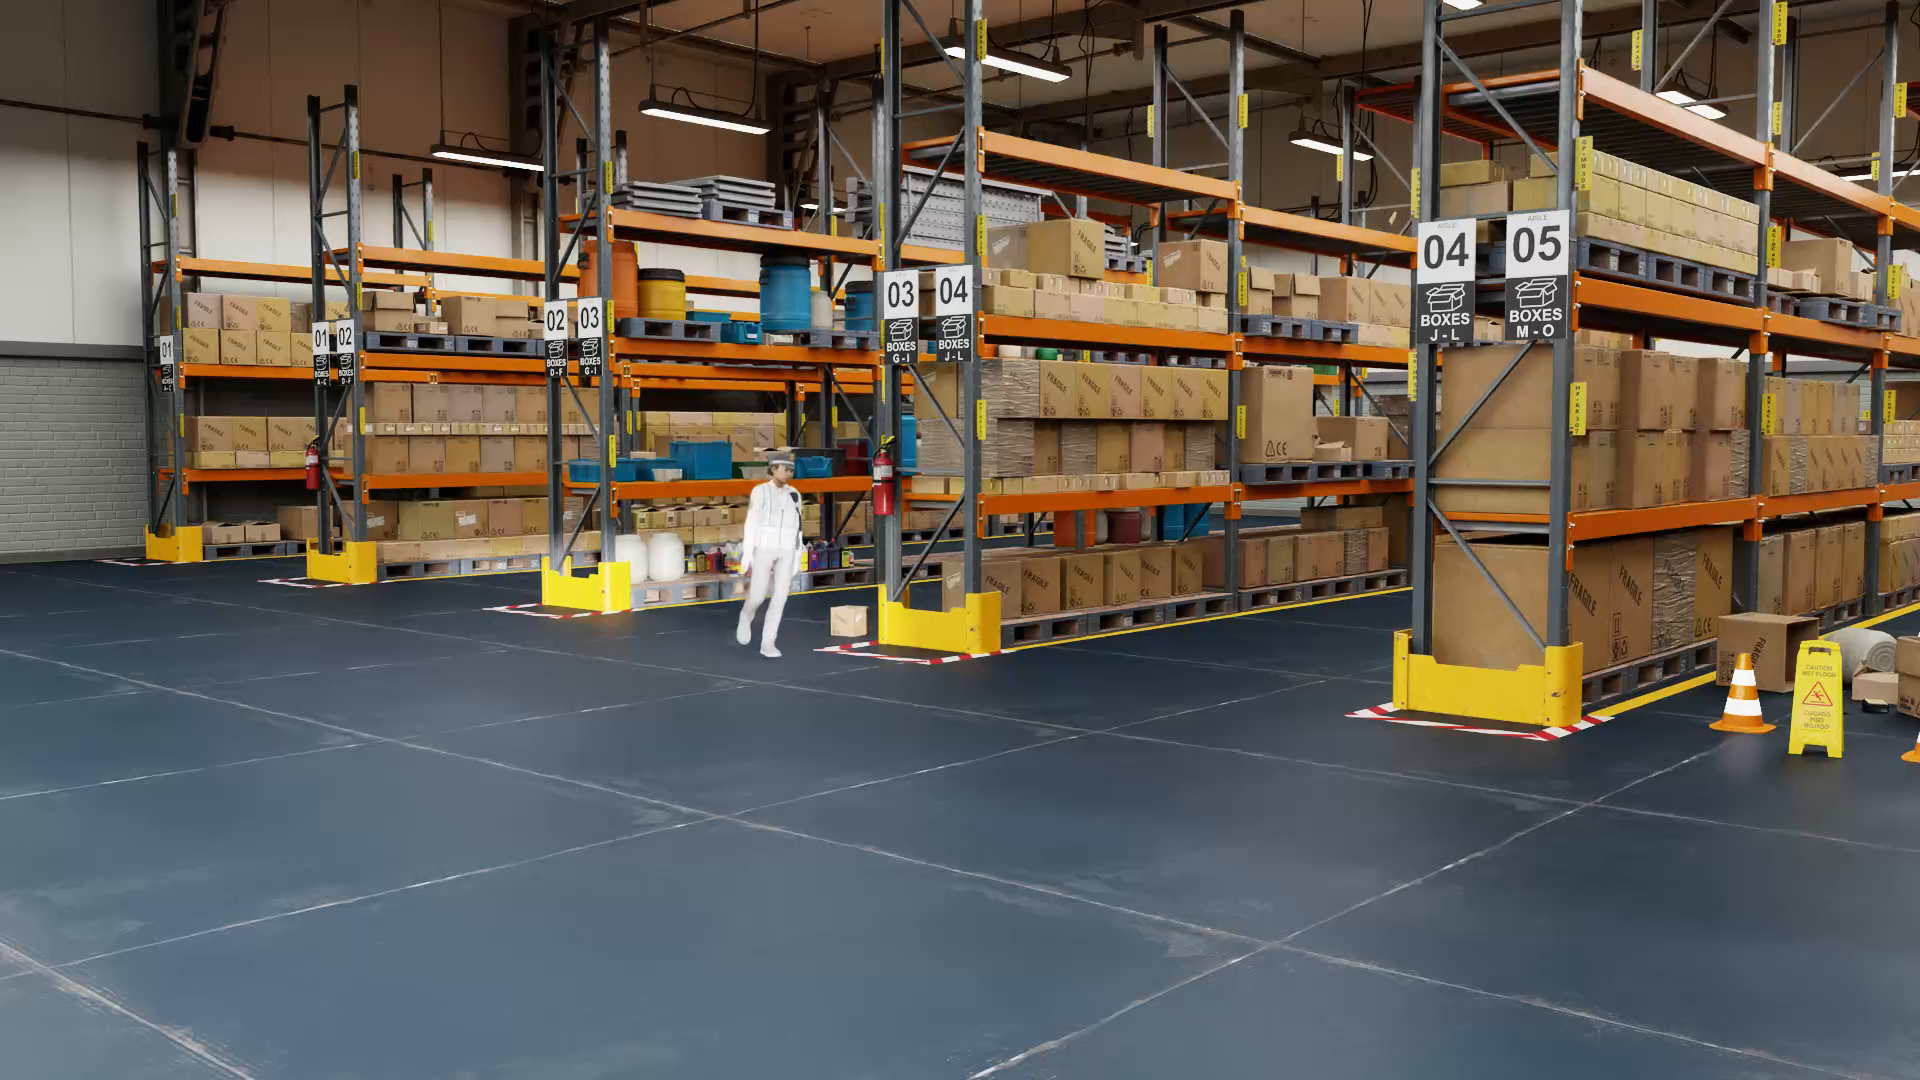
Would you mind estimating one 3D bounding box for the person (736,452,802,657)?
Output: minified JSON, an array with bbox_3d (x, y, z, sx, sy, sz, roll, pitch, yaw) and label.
[{"bbox_3d":[-1.537,0.106,13.523,0.518,1.637,0.613,-2,4,-24],"label":"person"}]
